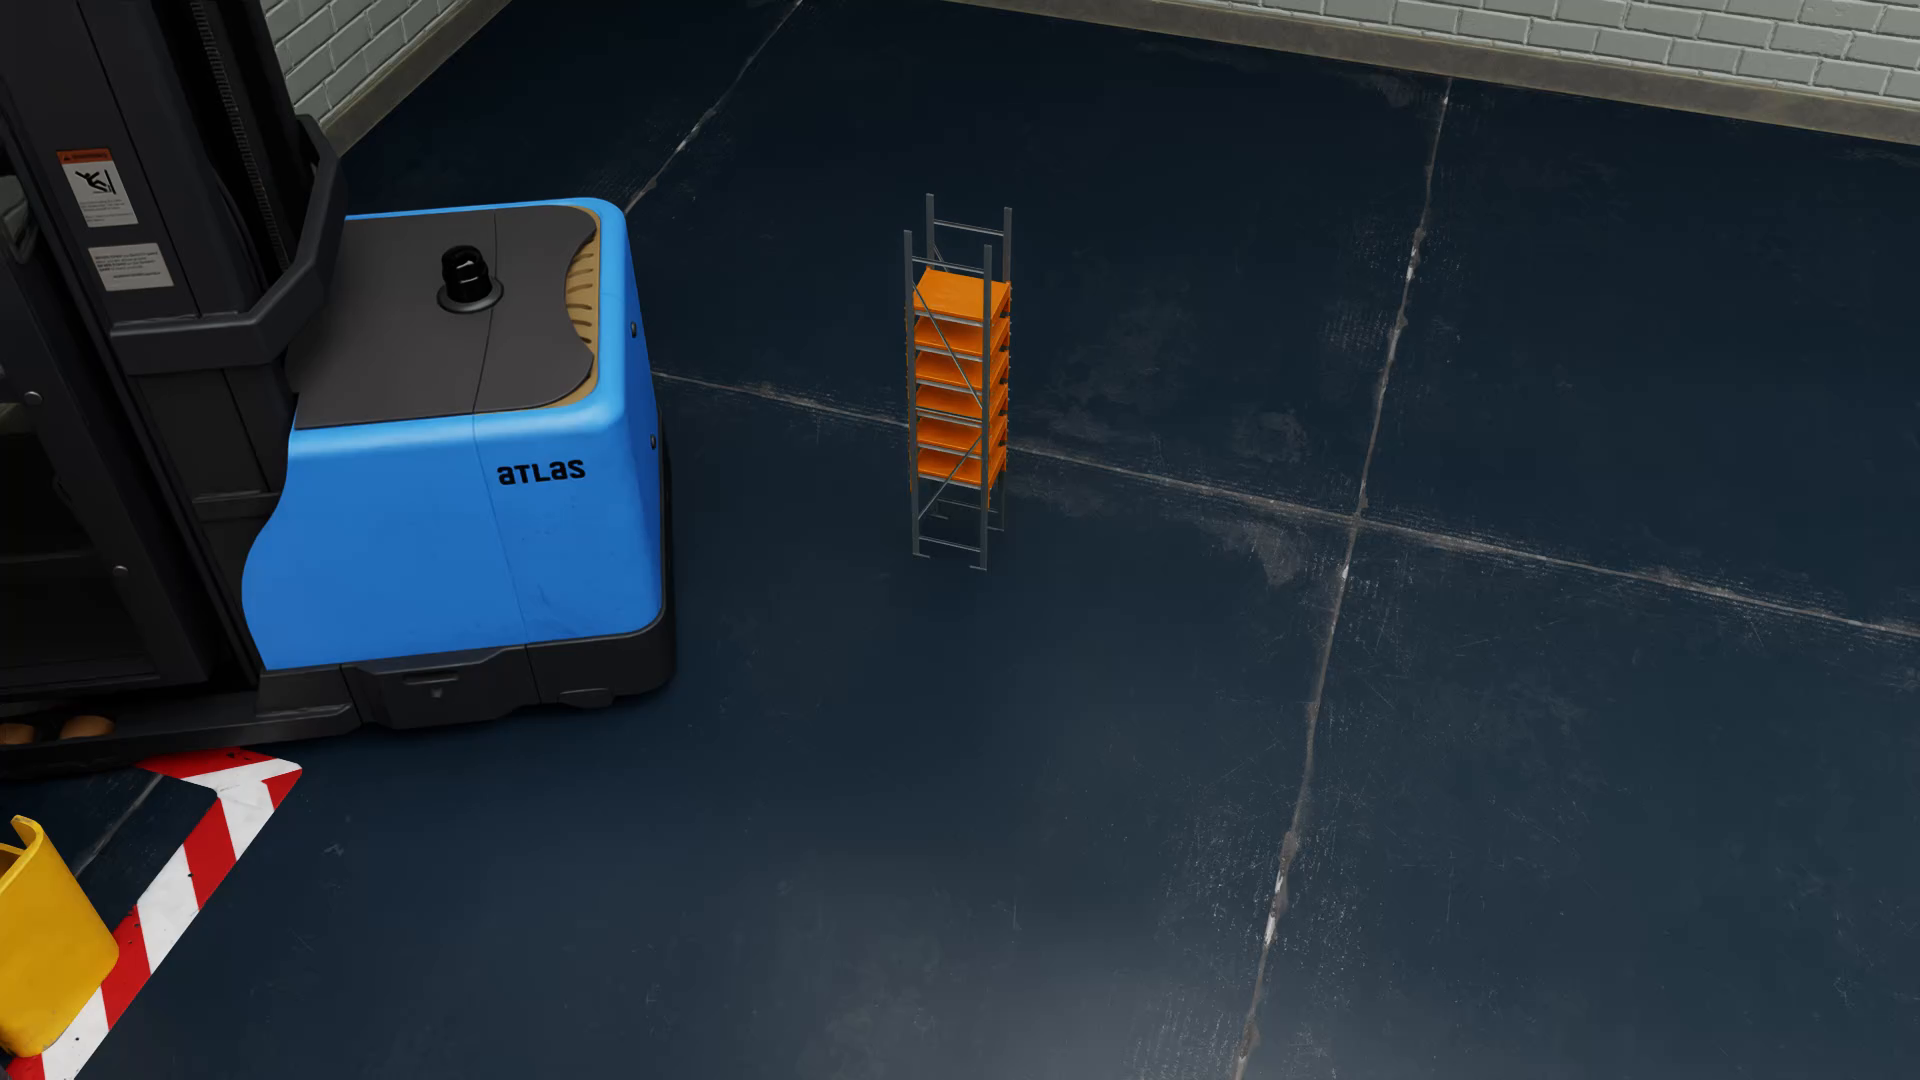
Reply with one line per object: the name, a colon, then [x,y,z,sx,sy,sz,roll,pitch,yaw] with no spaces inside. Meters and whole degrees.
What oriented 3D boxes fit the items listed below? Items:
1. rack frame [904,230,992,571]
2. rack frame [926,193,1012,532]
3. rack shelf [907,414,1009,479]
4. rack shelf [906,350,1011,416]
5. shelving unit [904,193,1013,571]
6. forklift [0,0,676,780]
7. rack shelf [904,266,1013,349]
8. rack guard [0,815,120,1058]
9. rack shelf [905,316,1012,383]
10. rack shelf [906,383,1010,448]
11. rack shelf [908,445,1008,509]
rack frame: [-0.032,-0.358,4.758,0.240,1.200,0.006,13,46,12]
rack frame: [0.023,-0.480,4.883,0.240,1.200,0.006,13,46,12]
rack shelf: [-0.004,-0.302,4.936,0.258,0.103,0.180,13,46,12]
rack shelf: [-0.004,-0.473,4.768,0.258,0.103,0.180,13,46,12]
shelving unit: [-0.004,-0.419,4.821,0.258,1.200,0.189,13,46,12]
forklift: [-2.376,-0.785,3.956,3.031,2.935,1.130,-6,45,-6]
rack shelf: [-0.004,-0.645,4.600,0.258,0.103,0.180,13,46,12]
rack guard: [-2.706,0.835,4.039,1.175,0.500,0.348,13,46,13]
rack shelf: [-0.004,-0.559,4.684,0.258,0.103,0.180,13,46,12]
rack shelf: [-0.004,-0.387,4.852,0.258,0.103,0.180,13,46,12]
rack shelf: [-0.004,-0.216,5.019,0.258,0.103,0.180,13,46,12]
